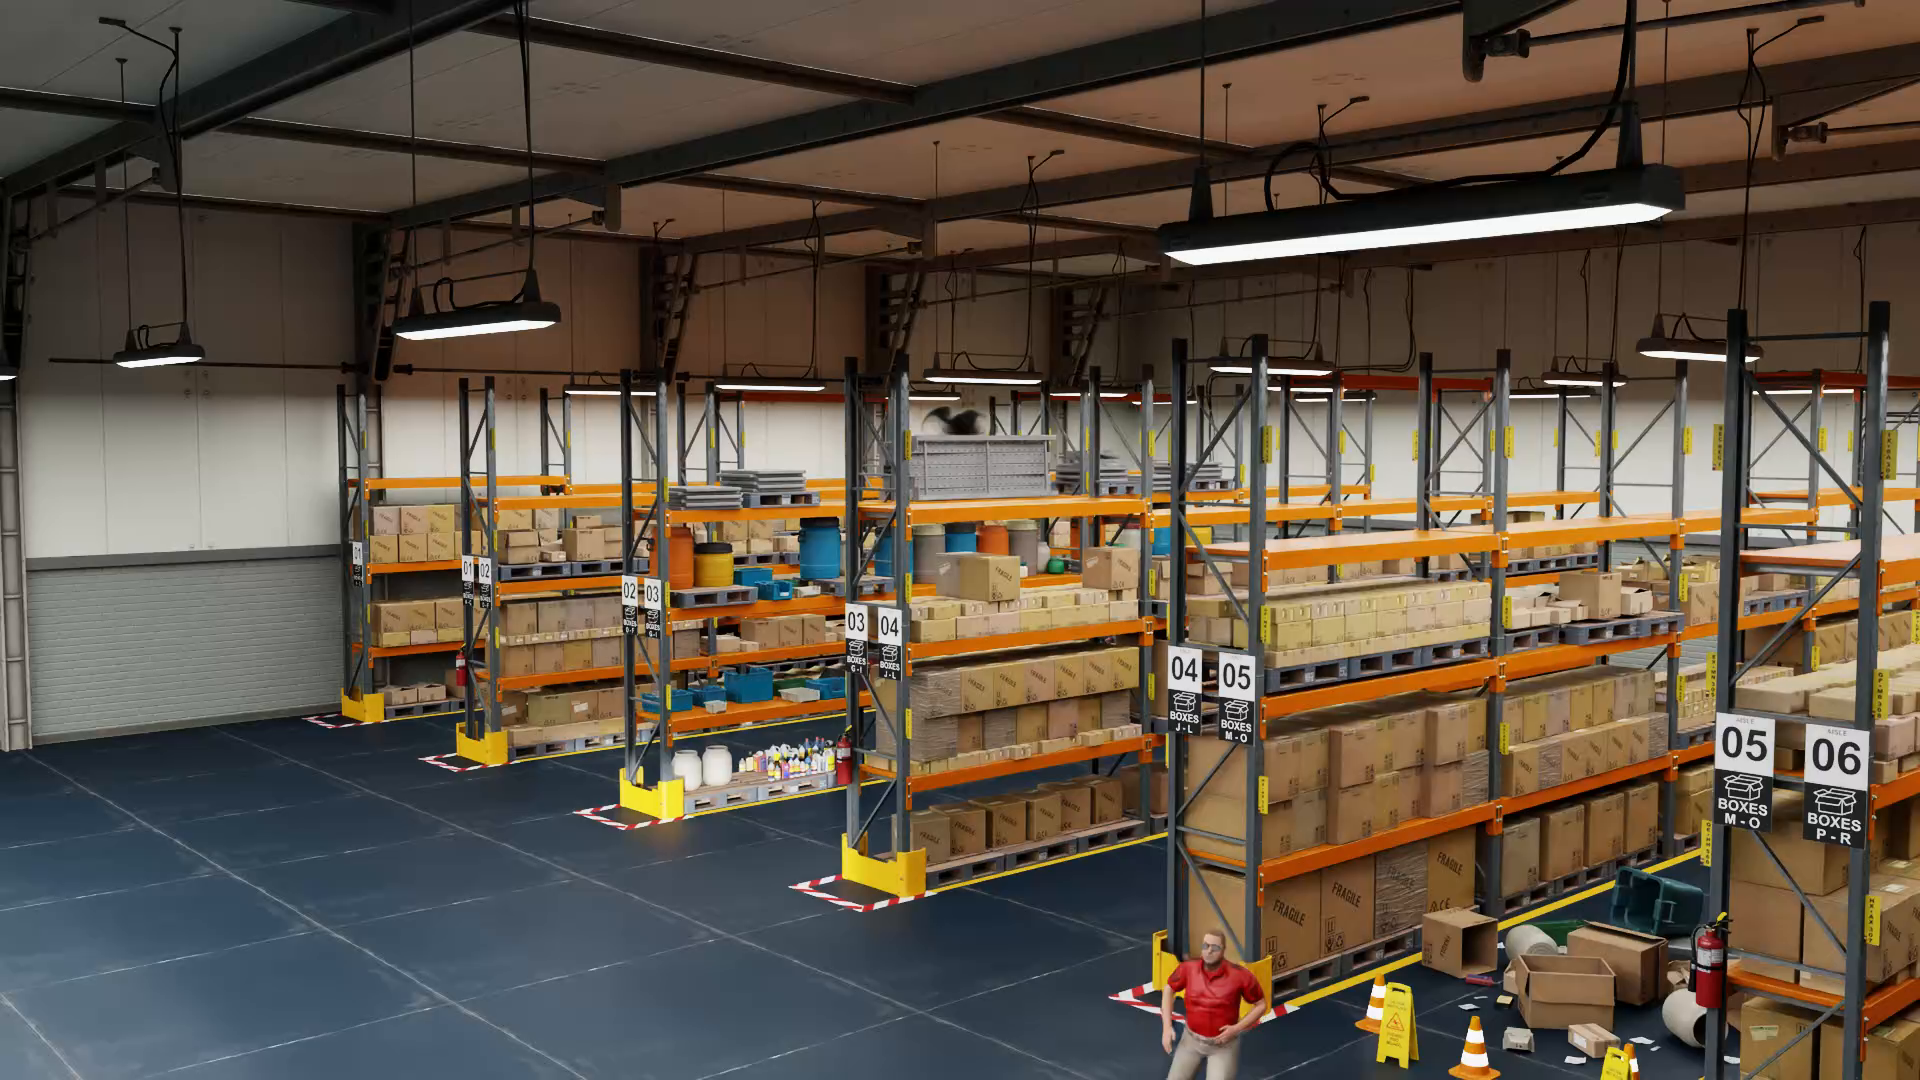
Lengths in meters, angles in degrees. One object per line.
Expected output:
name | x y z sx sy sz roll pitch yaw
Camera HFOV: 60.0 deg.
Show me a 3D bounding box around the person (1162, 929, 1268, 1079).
person | 1.738 3.583 11.764 0.864 1.732 0.649 1 4 19
